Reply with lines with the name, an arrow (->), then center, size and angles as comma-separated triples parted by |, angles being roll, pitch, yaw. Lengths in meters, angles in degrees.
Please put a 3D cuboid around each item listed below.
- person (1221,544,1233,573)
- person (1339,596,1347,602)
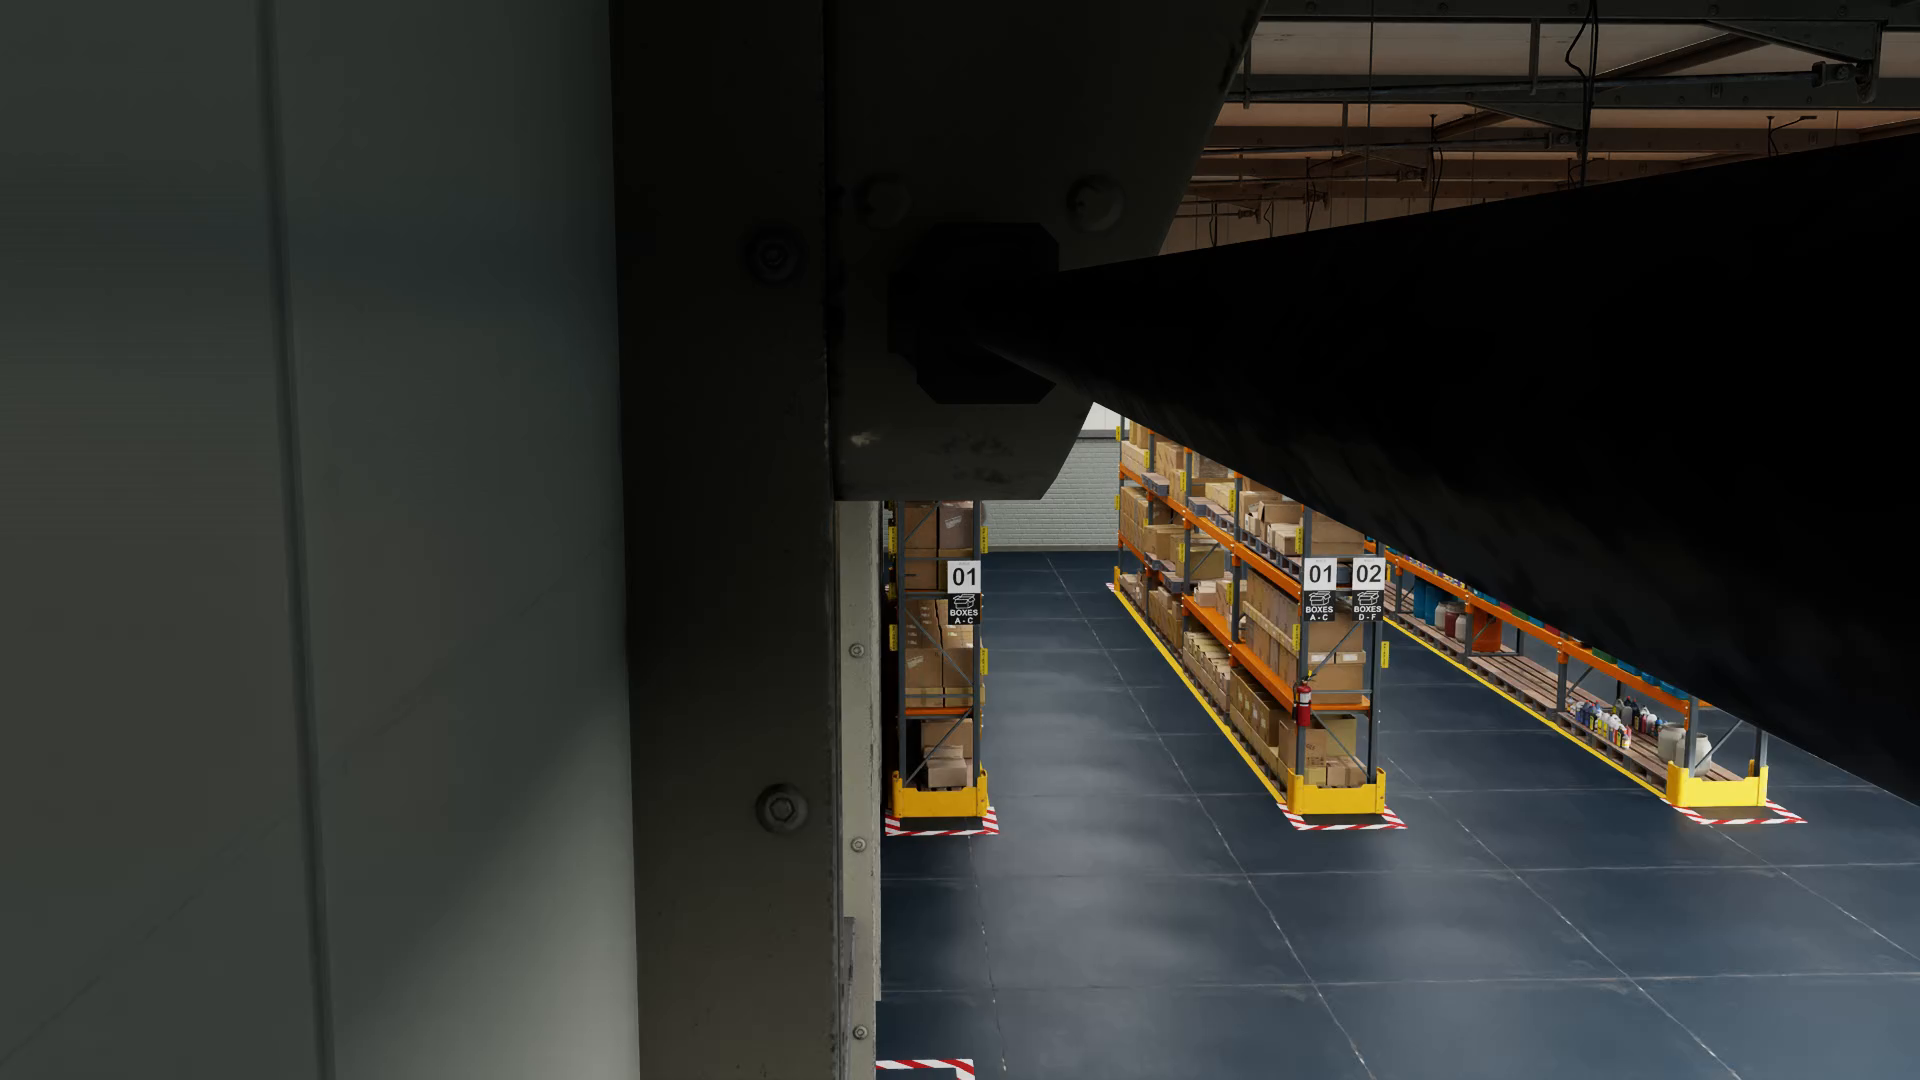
person -> 5.693, 0.273, 36.187 | 0.679, 1.757, 0.689 | -4, 9, -25
person -> 7.580, 0.881, 33.081 | 0.578, 1.431, 1.111 | 5, 10, 33
